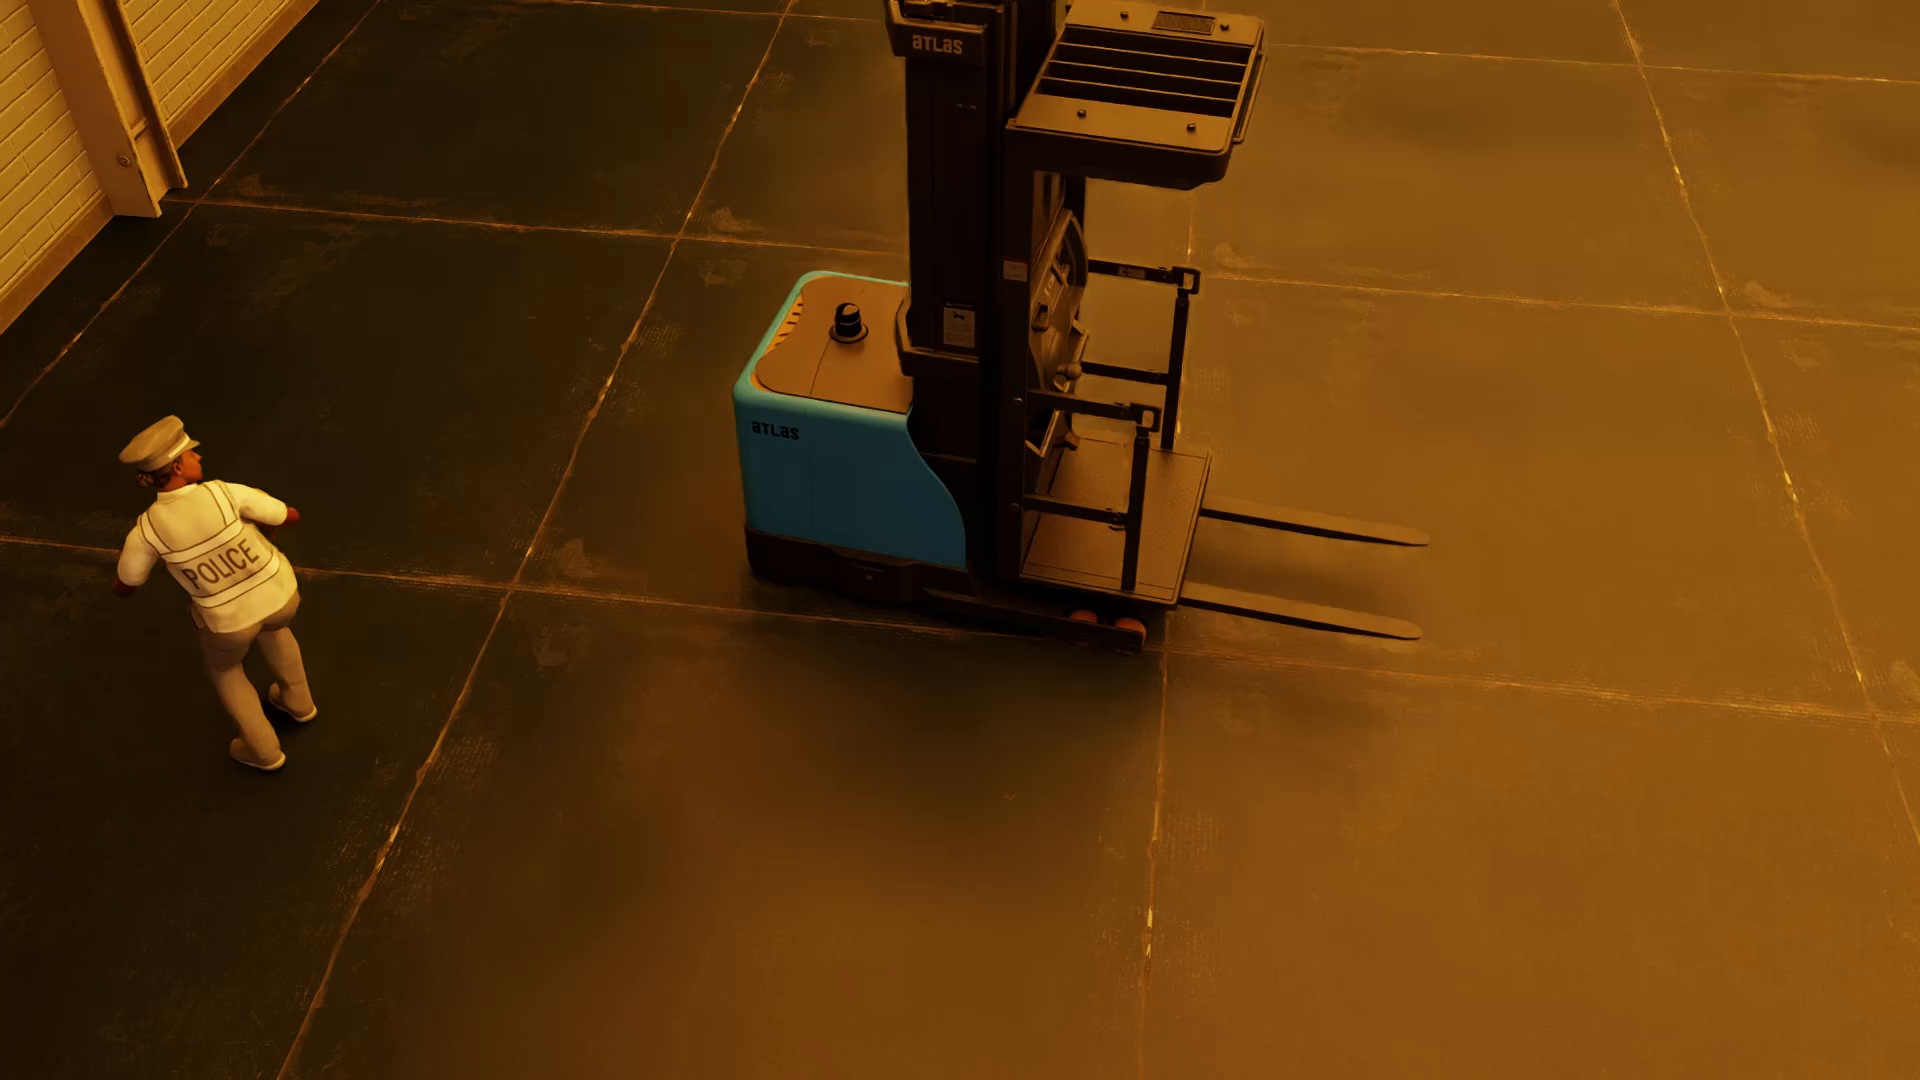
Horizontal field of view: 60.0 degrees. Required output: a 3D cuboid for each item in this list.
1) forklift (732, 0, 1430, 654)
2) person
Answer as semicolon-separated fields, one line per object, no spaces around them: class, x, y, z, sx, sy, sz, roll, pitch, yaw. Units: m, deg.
forklift;0.592;-0.977;6.787;3.031;2.935;1.130;10;44;11
person;-2.881;0.209;6.499;0.691;1.630;0.577;-30;50;-28
